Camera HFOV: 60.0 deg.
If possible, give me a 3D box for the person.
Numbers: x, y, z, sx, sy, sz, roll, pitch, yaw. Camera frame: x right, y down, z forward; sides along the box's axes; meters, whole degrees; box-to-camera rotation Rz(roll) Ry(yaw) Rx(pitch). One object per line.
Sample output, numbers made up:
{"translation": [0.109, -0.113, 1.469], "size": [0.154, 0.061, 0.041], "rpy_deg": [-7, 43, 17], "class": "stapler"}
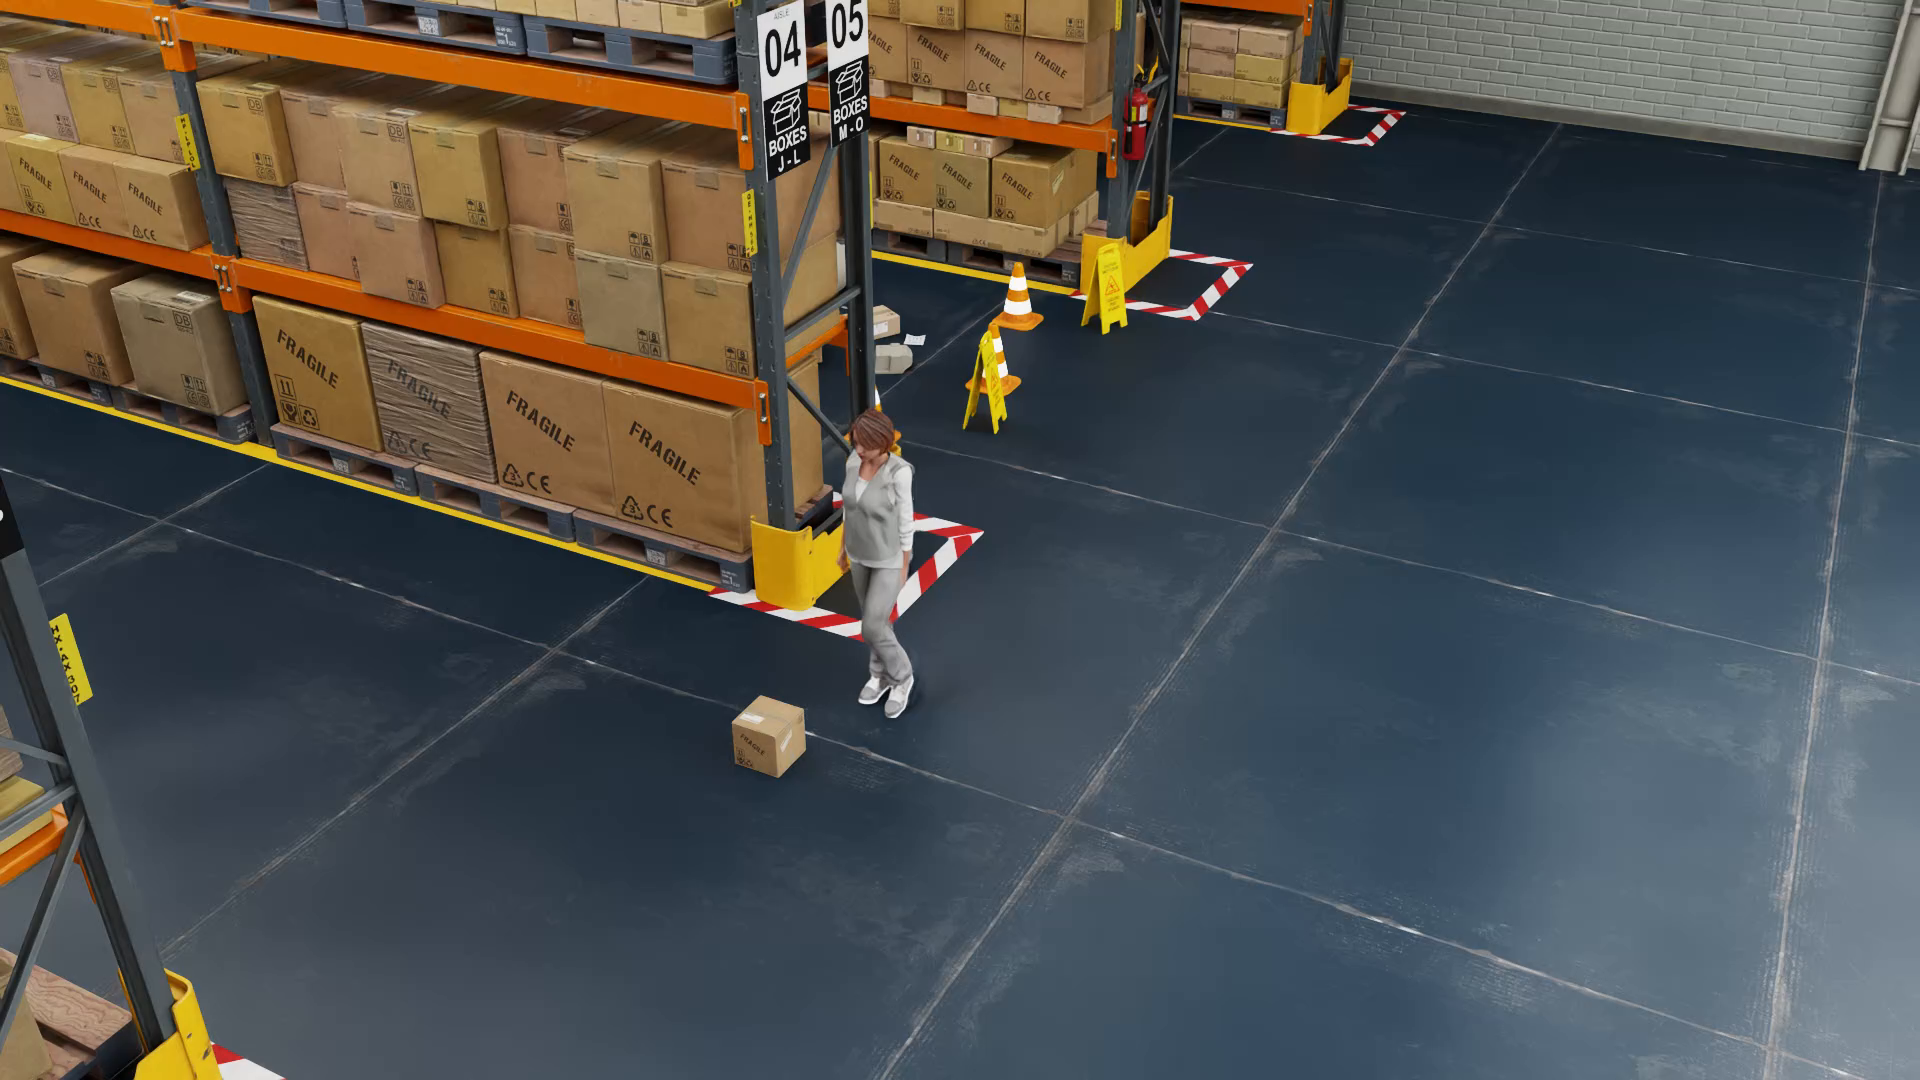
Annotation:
{"translation": [-0.425, 0.108, 8.104], "size": [0.423, 1.610, 0.372], "rpy_deg": [26, 39, 36], "class": "person"}
